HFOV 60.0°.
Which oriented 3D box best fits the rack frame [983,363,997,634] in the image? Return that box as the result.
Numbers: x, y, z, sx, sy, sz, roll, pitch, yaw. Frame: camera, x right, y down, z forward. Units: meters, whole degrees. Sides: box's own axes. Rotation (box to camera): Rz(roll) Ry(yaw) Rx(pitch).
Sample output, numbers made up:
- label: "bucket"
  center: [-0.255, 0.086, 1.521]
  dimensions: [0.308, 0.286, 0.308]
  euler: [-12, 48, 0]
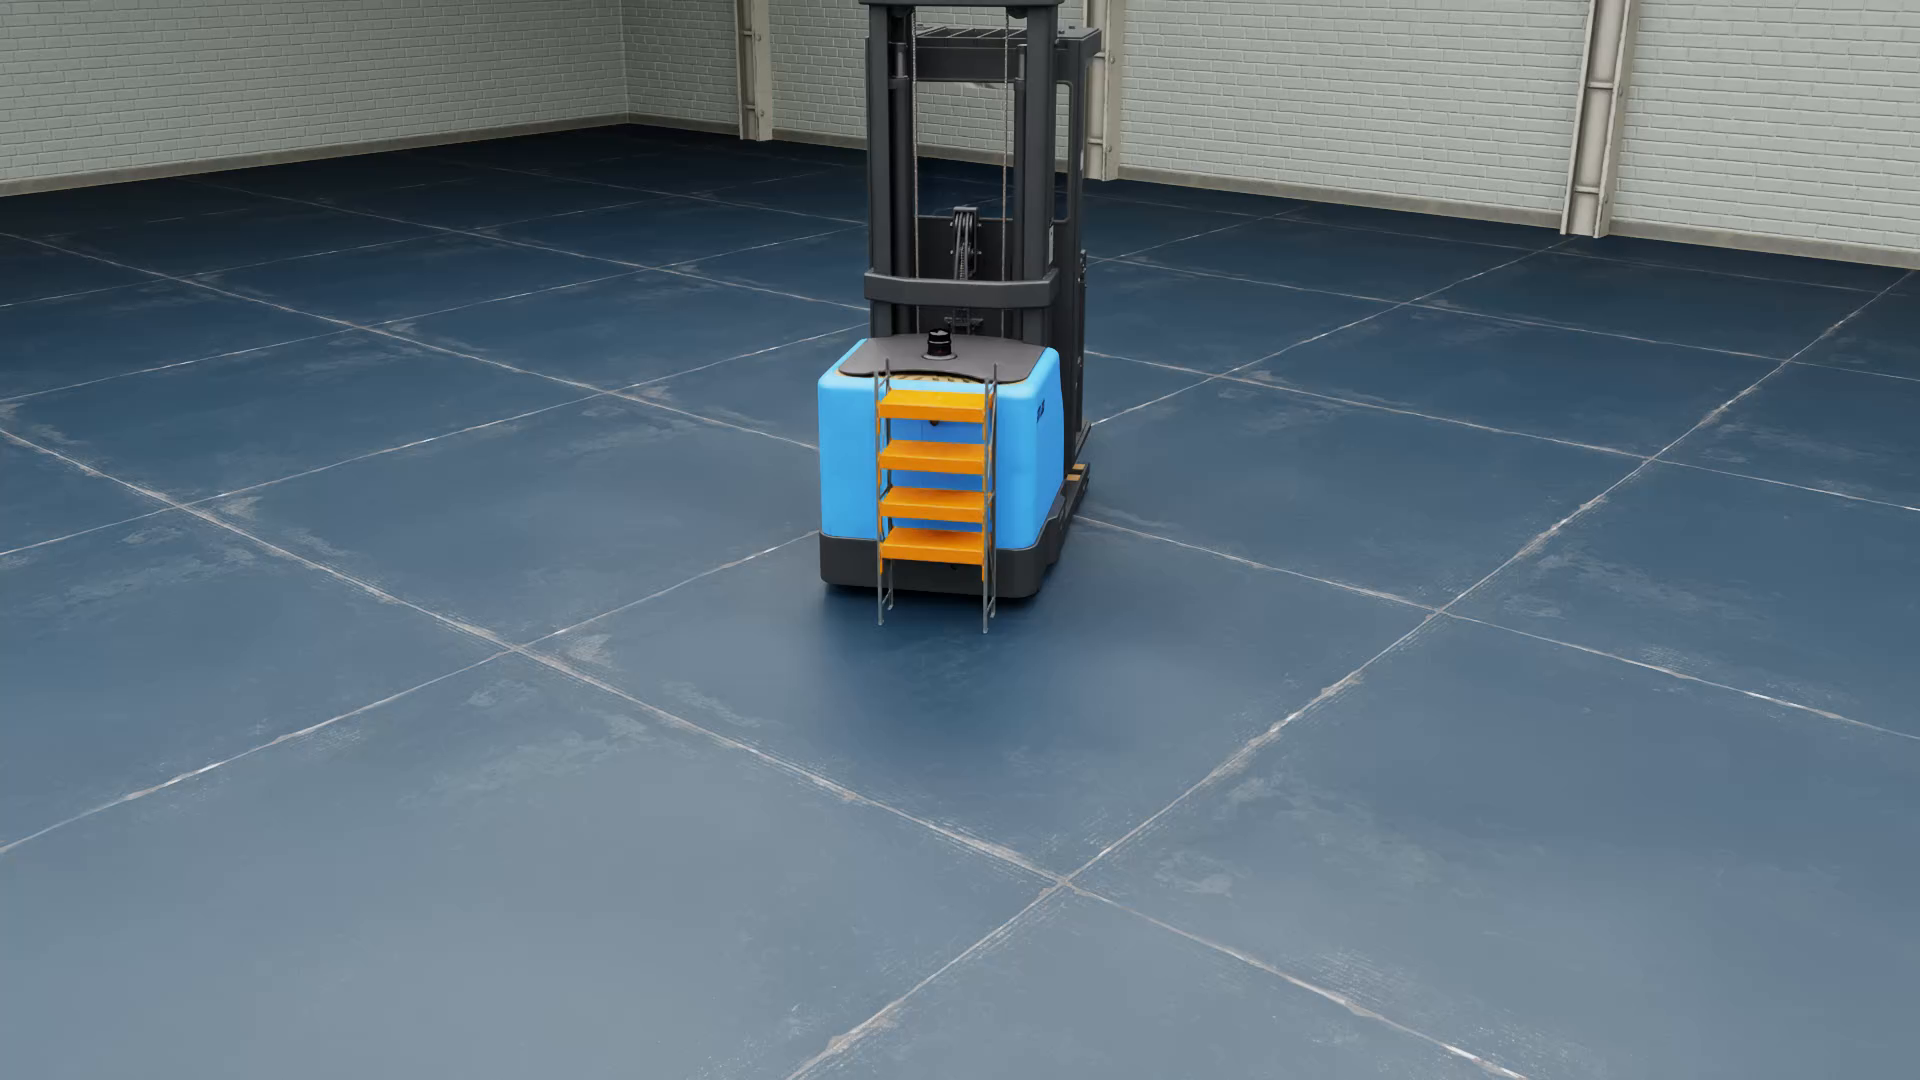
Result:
- label: "rack frame"
  center: [0.136, -0.178, 7.440]
  dimensions: [0.015, 1.200, 0.240]
  euler: [4, 21, 10]

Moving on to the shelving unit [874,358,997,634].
- label: "shelving unit"
  center: [-0.104, -0.194, 7.483]
  dimensions: [0.503, 1.200, 0.258]
  euler: [4, 21, 10]

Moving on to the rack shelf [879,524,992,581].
- label: "rack shelf"
  center: [-0.104, 0.054, 7.576]
  dimensions: [0.480, 0.148, 0.258]
  euler: [4, 21, 10]

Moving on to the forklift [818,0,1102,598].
- label: "forklift"
  center: [0.122, -1.587, 8.722]
  dimensions: [1.130, 2.935, 3.031]
  euler: [4, 21, 11]

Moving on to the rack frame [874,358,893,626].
- label: "rack frame"
  center: [-0.344, -0.211, 7.525]
  dimensions: [0.015, 1.200, 0.240]
  euler: [4, 21, 10]

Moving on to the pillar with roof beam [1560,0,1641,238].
- label: "pillar with roof beam"
  center: [3.638, -6.153, 12.230]
  dimensions: [0.400, 9.000, 9.100]
  euler: [16, 26, 36]

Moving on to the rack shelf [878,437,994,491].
- label: "rack shelf"
  center: [-0.104, -0.341, 7.428]
  dimensions: [0.480, 0.148, 0.258]
  euler: [4, 21, 10]

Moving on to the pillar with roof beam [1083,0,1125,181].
- label: "pillar with roof beam"
  center: [-1.011, -7.491, 15.780]
  dimensions: [0.400, 9.000, 9.100]
  euler: [16, 26, 36]

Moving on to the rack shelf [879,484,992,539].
- label: "rack shelf"
  center: [-0.104, -0.131, 7.506]
  dimensions: [0.480, 0.148, 0.258]
  euler: [4, 21, 10]

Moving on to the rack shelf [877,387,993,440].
- label: "rack shelf"
  center: [-0.104, -0.562, 7.345]
  dimensions: [0.480, 0.148, 0.258]
  euler: [4, 21, 10]

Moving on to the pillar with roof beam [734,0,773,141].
- label: "pillar with roof beam"
  center: [-5.659, -8.830, 19.330]
  dimensions: [0.400, 9.000, 9.100]
  euler: [16, 26, 36]
